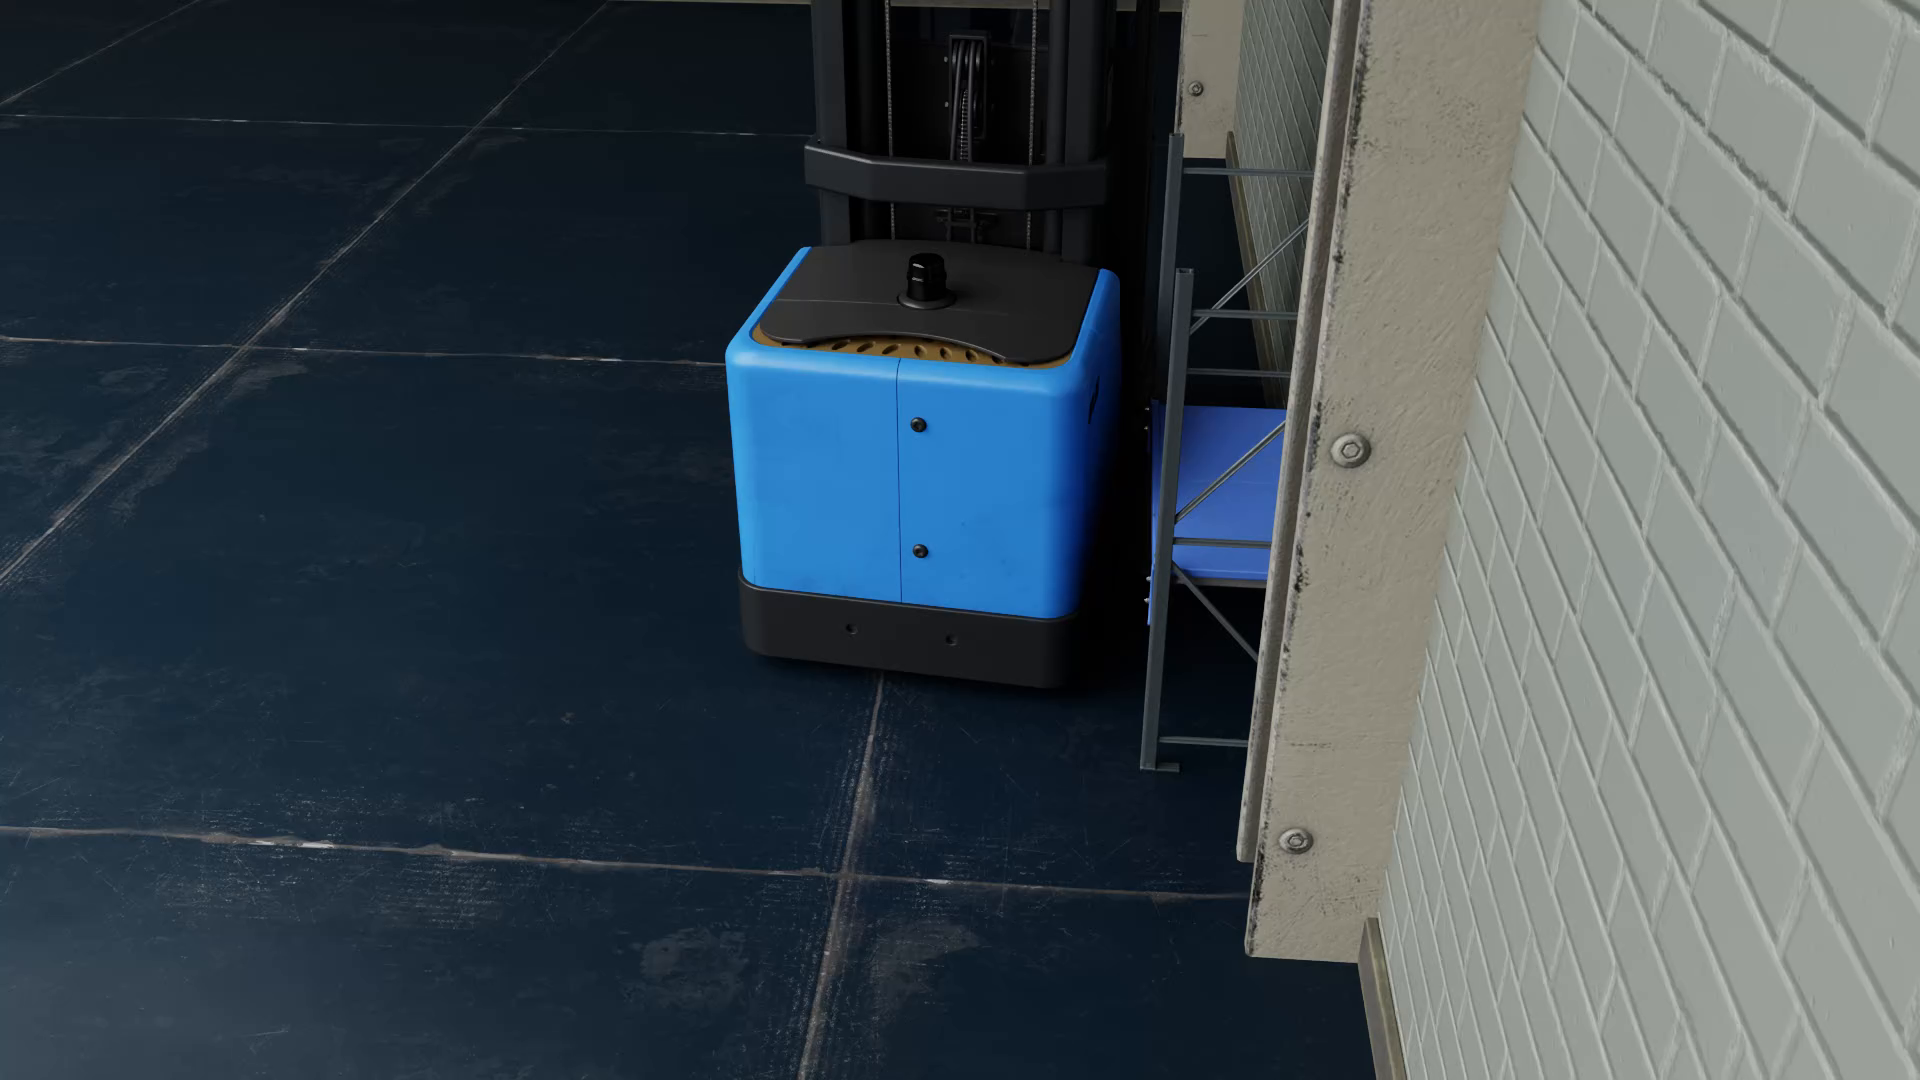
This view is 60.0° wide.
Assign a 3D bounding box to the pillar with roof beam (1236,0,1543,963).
[{"bbox_3d":[-3.417,-3.089,2.185,9.100,9.000,0.400,2,32,4],"label":"pillar with roof beam"}]

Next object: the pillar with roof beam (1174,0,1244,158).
[{"bbox_3d":[-2.929,-6.226,7.276,9.100,9.000,0.400,2,32,4],"label":"pillar with roof beam"}]

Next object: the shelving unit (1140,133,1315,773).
[{"bbox_3d":[0.805,-0.250,4.726,0.538,1.500,1.048,3,32,4],"label":"shelving unit"}]

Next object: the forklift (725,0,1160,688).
[{"bbox_3d":[0.122,-1.571,5.506,1.130,2.935,3.031,6,32,10],"label":"forklift"}]

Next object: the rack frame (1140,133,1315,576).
[{"bbox_3d":[0.852,-0.516,5.157,0.500,1.500,0.032,3,32,4],"label":"rack frame"}]

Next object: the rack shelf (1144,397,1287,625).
[{"bbox_3d":[0.805,-0.097,4.821,0.538,0.185,1.000,3,32,4],"label":"rack shelf"}]

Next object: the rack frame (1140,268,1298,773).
[{"bbox_3d":[0.759,0.016,4.295,0.500,1.500,0.032,3,32,4],"label":"rack frame"}]
